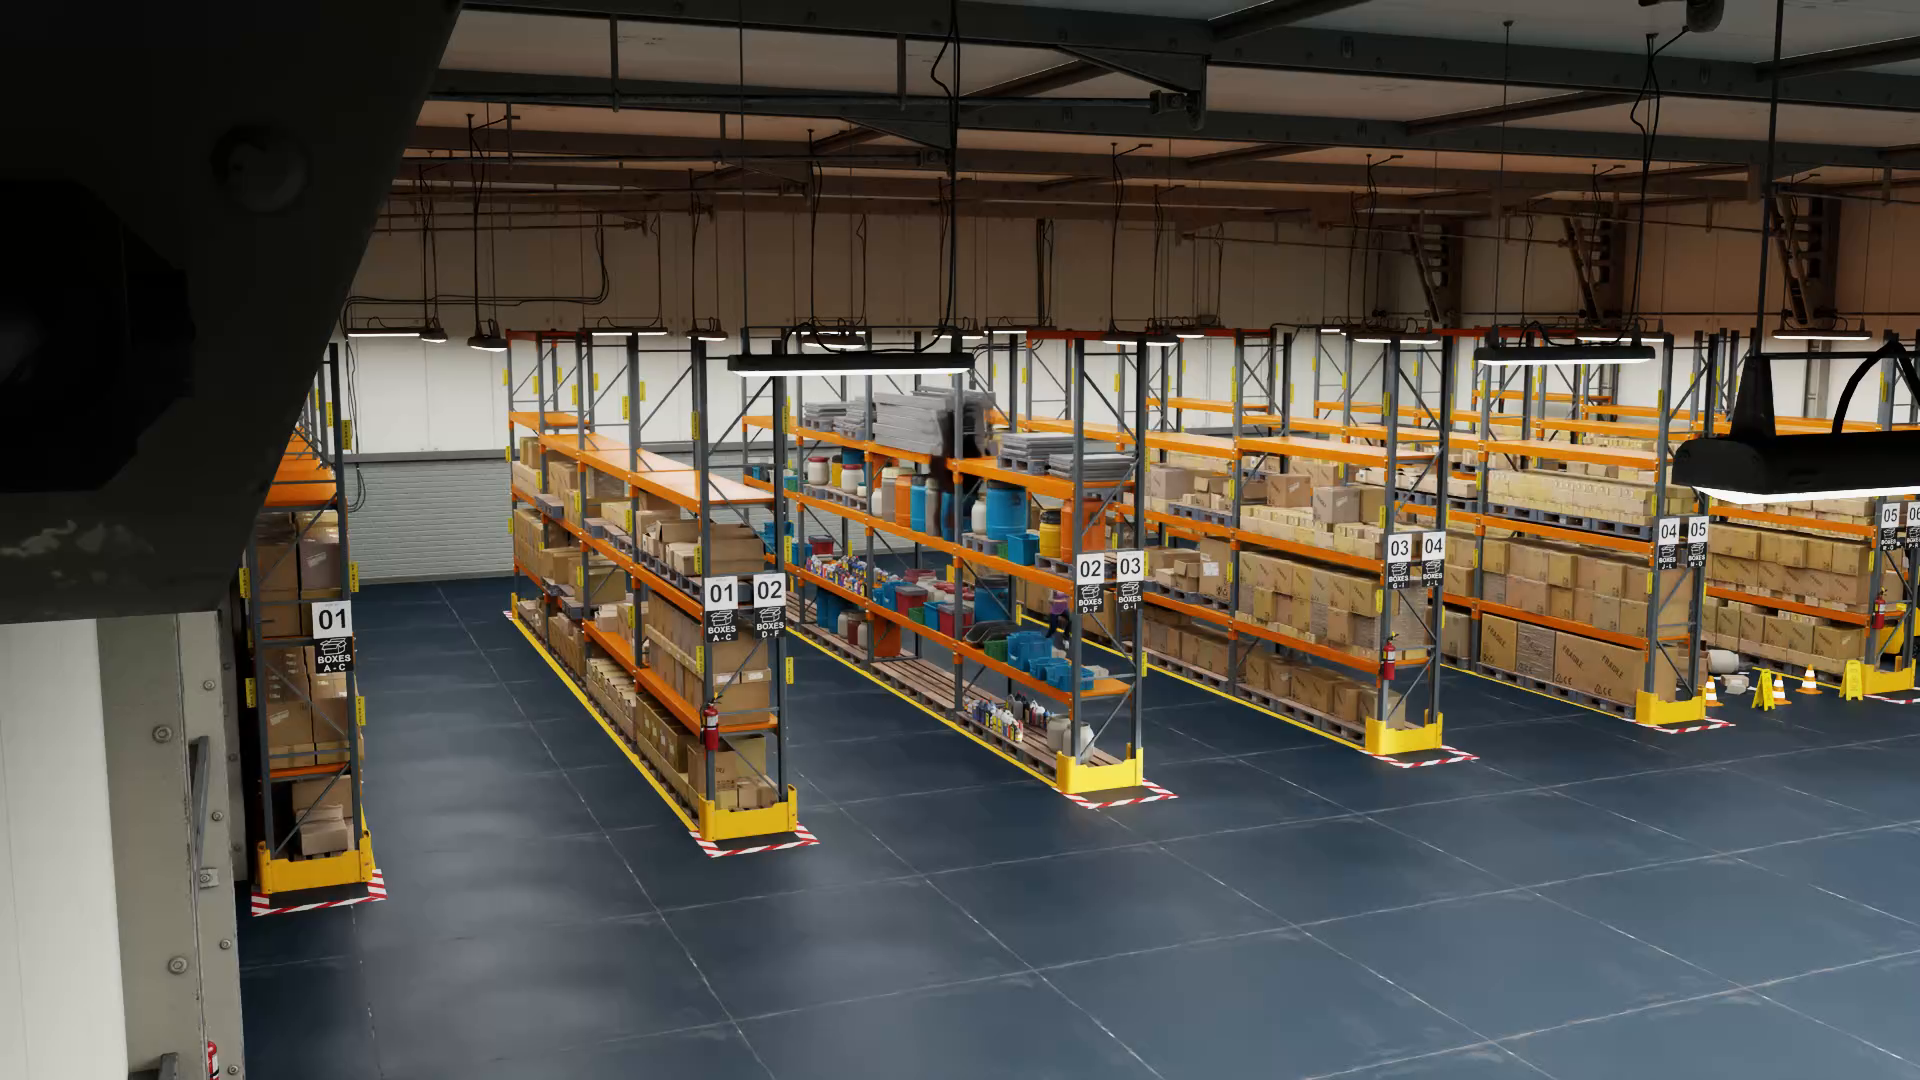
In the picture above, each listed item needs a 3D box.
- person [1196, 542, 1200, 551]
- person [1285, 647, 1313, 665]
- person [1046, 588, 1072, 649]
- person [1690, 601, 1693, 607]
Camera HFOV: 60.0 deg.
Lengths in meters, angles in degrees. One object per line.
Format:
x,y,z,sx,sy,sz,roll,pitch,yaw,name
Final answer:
6.162,-0.137,41.366,1.005,1.745,0.654,2,8,18,person
6.199,1.424,30.097,0.622,1.733,0.700,-6,10,-35,person
1.811,1.330,30.613,0.527,1.565,0.854,-3,8,-24,person
14.881,0.957,33.618,0.575,1.664,0.915,-5,9,-30,person
